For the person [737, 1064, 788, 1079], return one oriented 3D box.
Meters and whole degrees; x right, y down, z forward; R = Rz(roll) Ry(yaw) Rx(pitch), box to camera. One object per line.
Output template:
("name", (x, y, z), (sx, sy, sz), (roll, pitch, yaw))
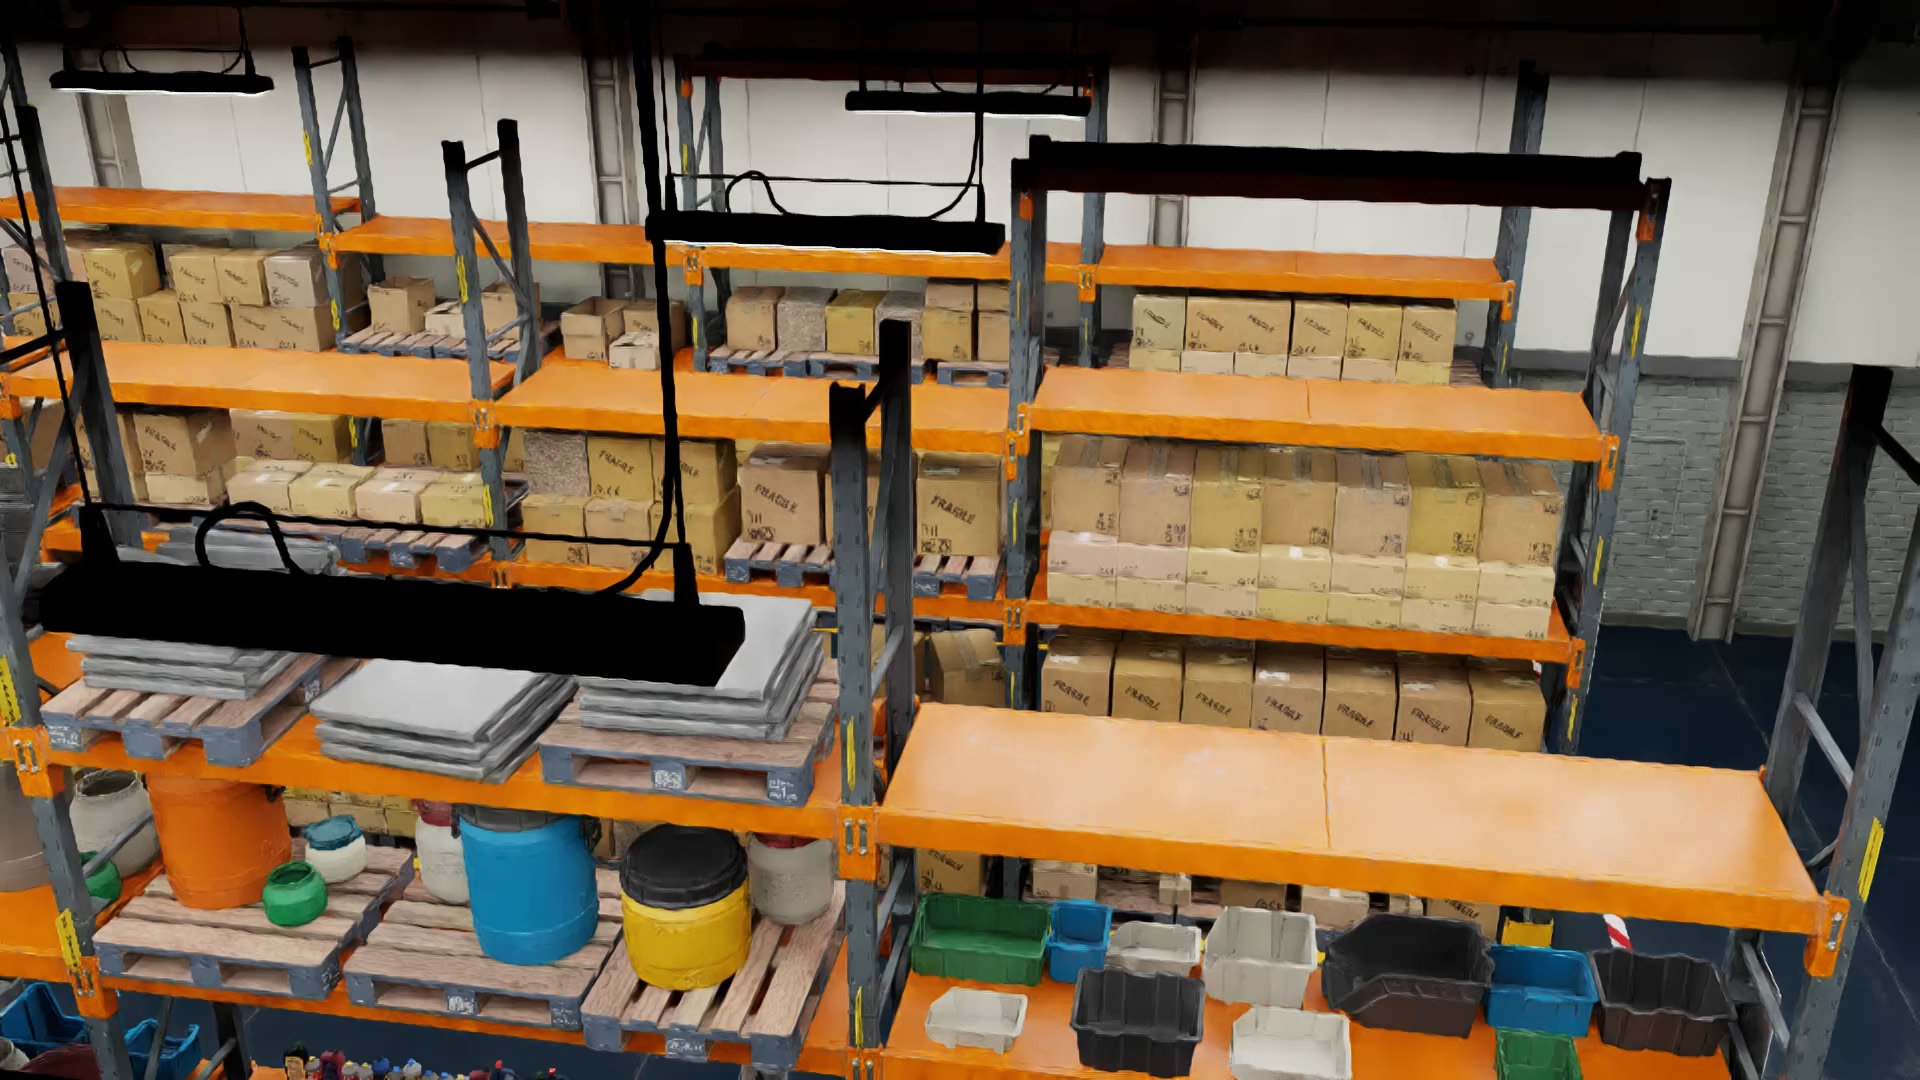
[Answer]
("person", (-1.278, 3.306, 10.497), (1.079, 1.590, 0.488), (3, 23, 7))
